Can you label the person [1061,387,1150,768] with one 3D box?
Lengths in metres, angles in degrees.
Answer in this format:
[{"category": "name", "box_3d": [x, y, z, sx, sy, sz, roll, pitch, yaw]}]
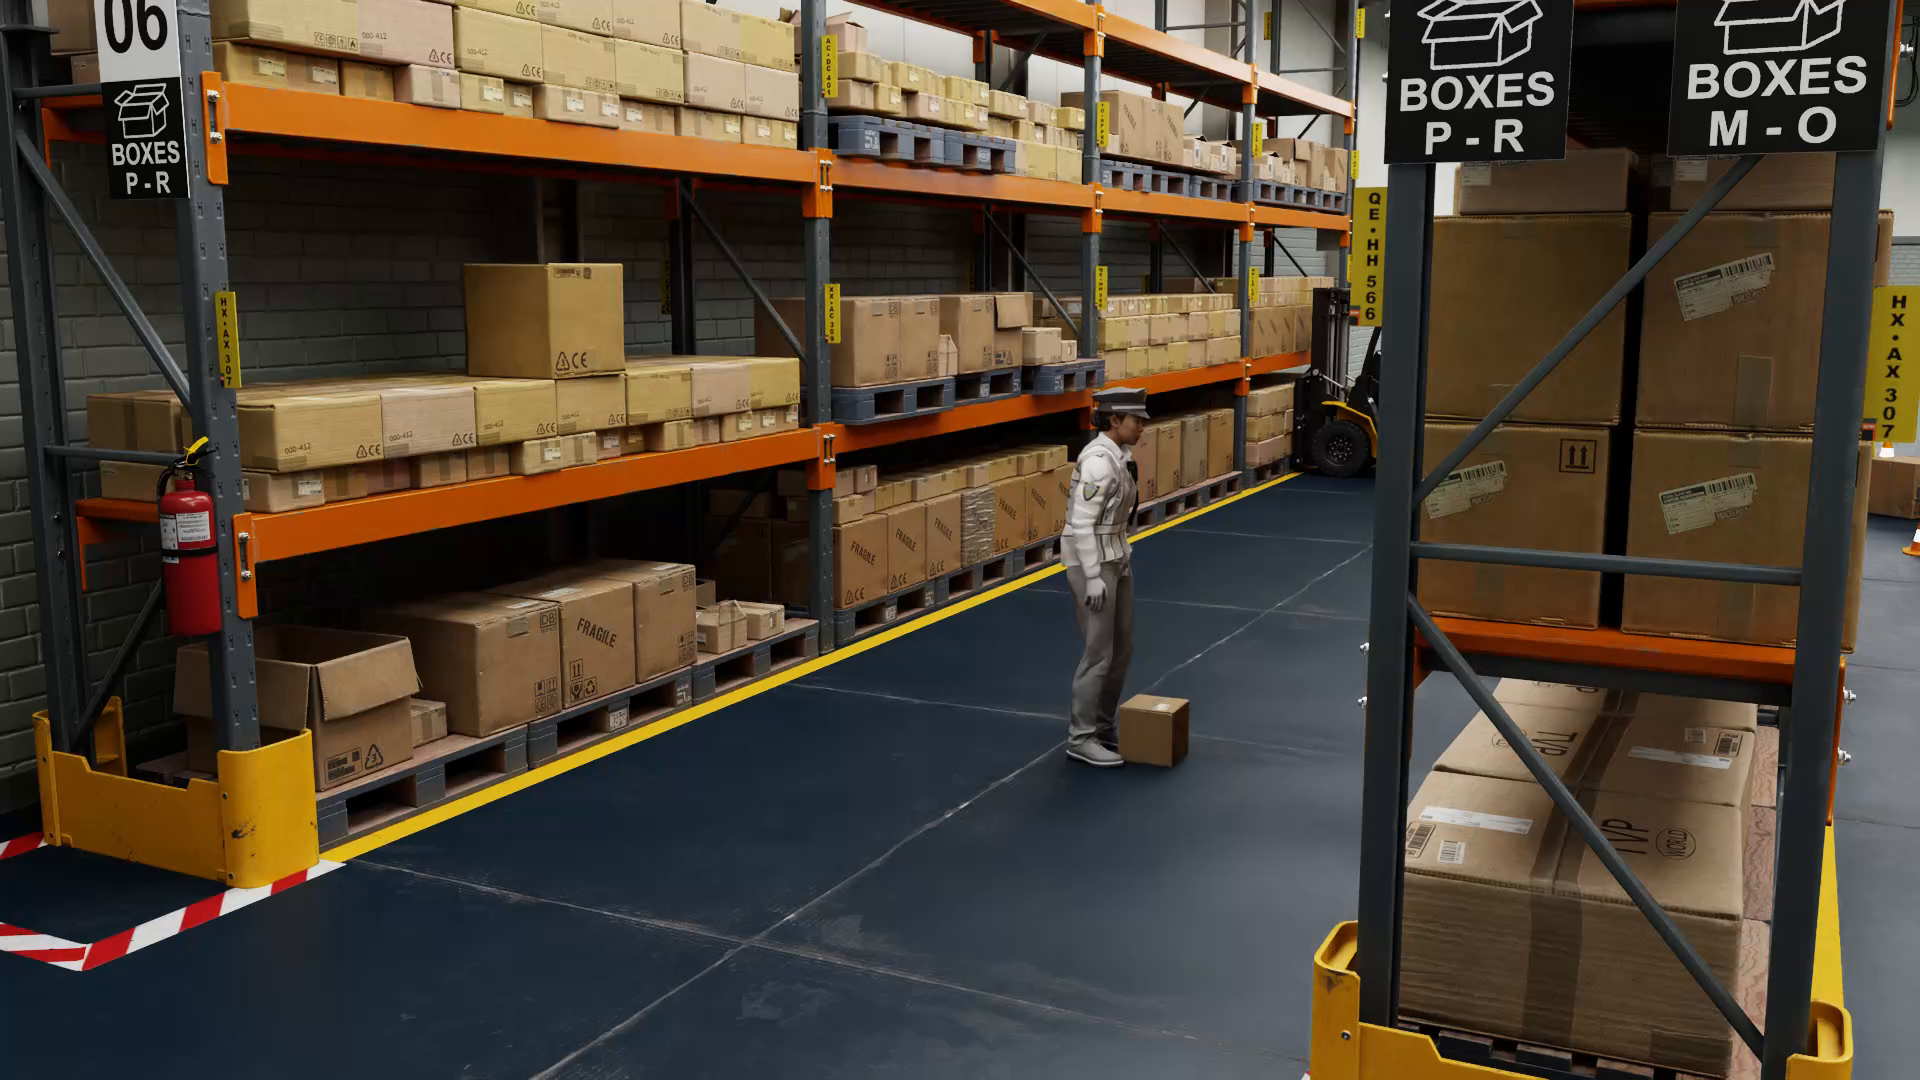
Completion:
[{"category": "person", "box_3d": [0.646, 0.149, 7.442, 0.359, 1.662, 0.463, 4, 10, 23]}]
